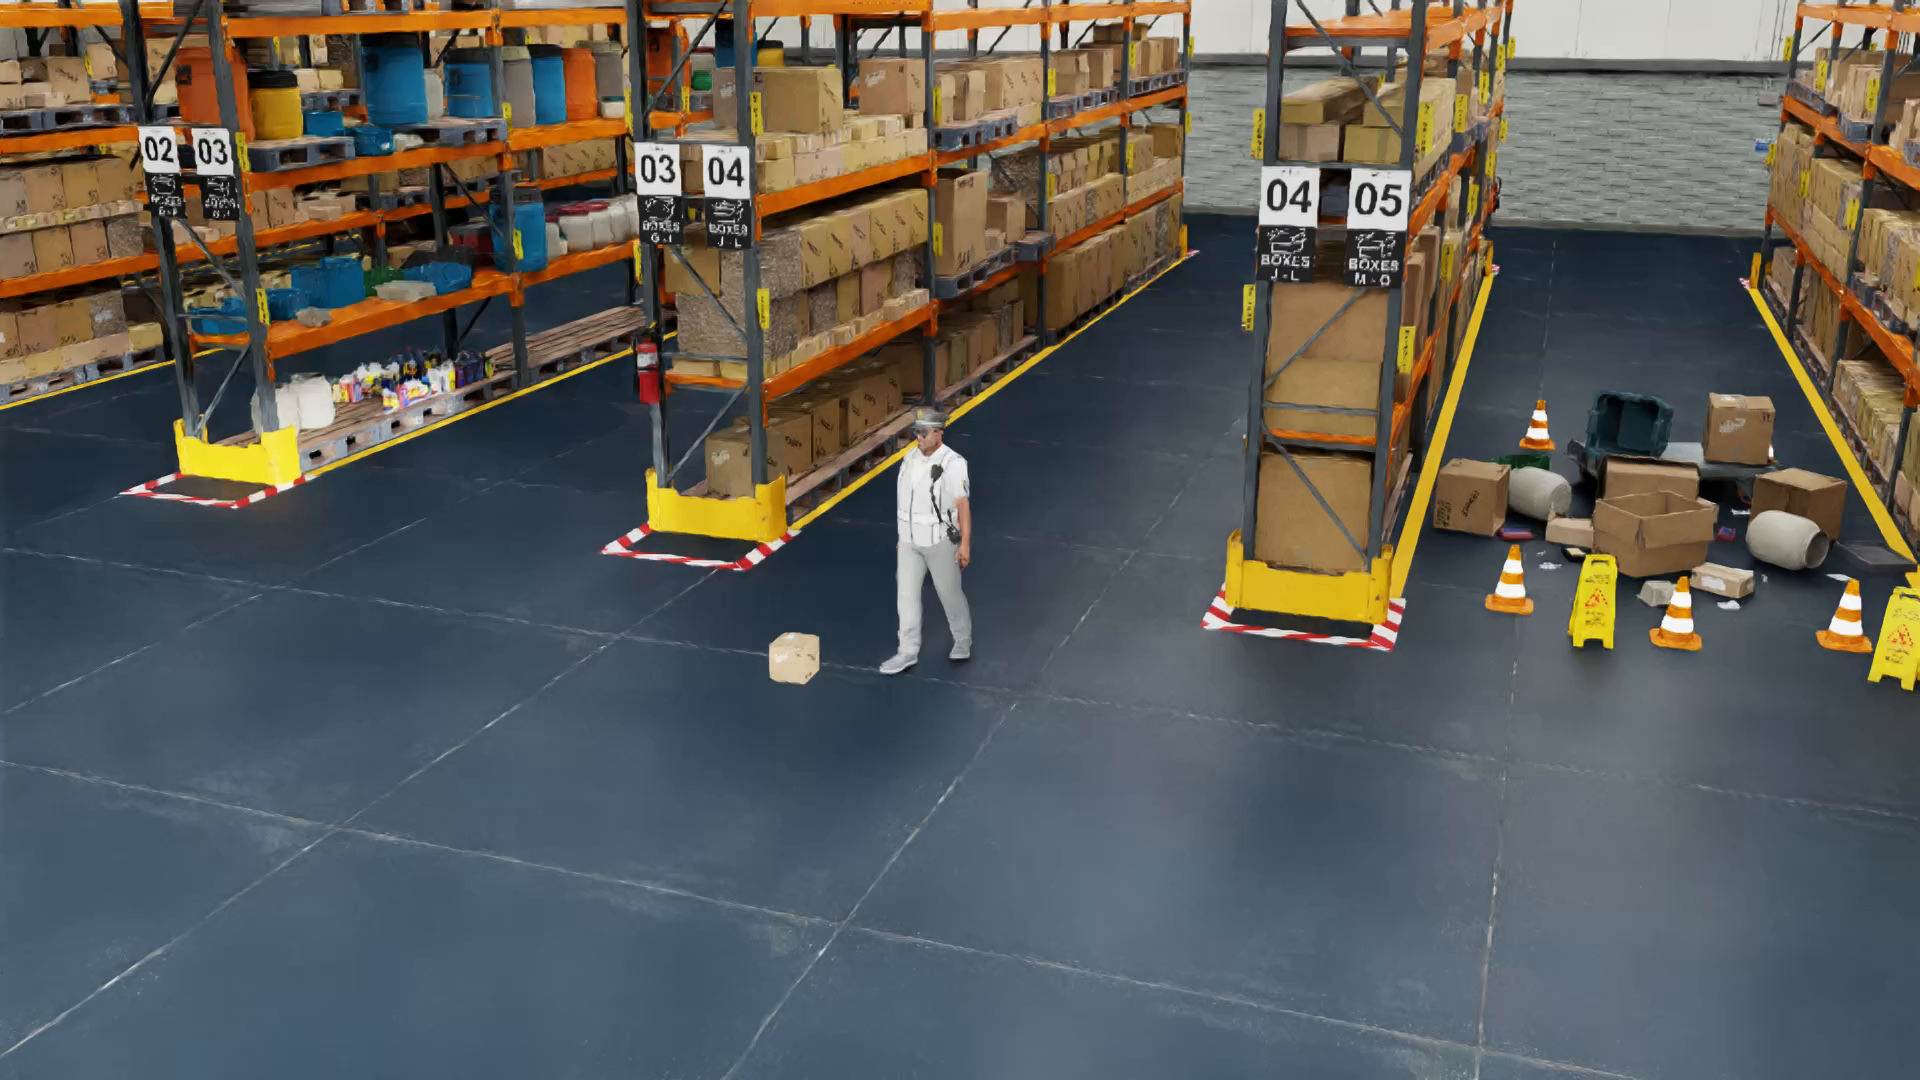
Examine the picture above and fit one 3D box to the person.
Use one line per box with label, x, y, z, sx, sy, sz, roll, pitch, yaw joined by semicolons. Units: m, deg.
person;-0.210;-0.011;11.040;0.570;1.757;0.735;12;22;32
